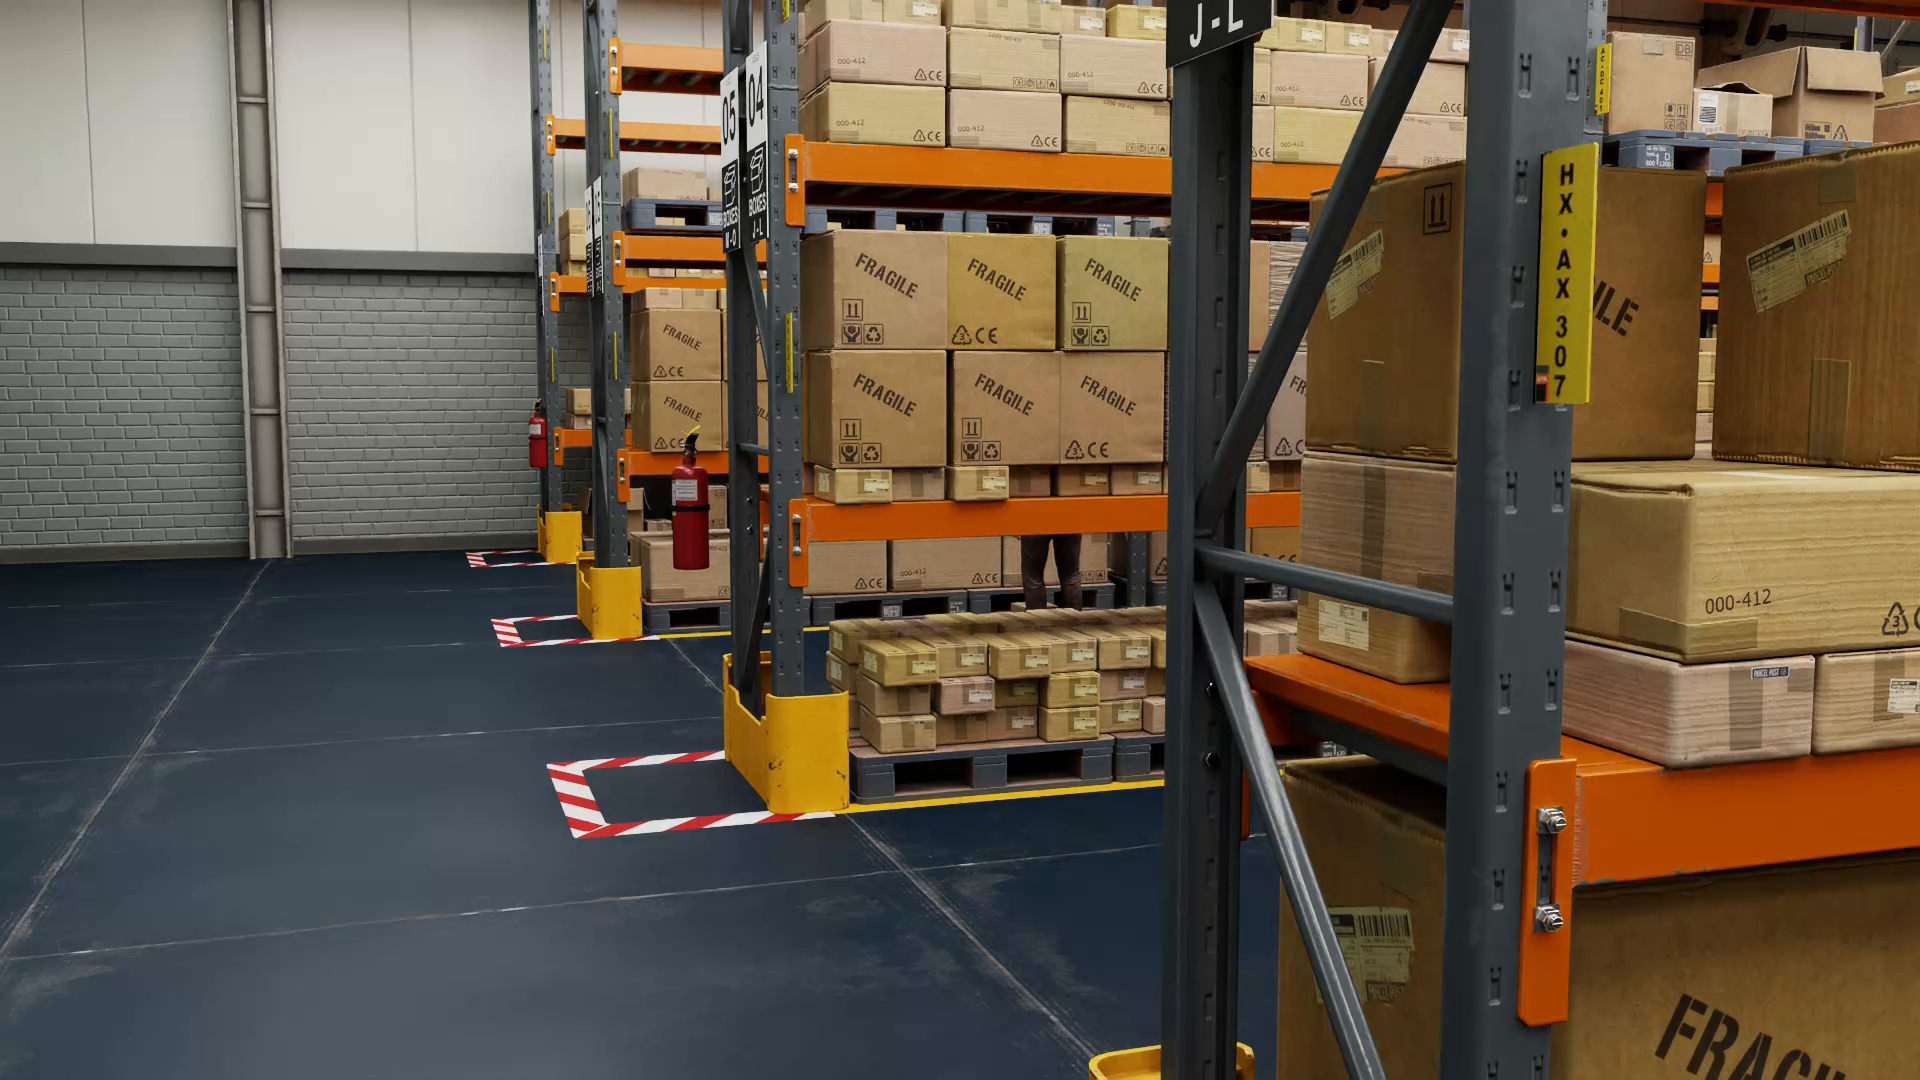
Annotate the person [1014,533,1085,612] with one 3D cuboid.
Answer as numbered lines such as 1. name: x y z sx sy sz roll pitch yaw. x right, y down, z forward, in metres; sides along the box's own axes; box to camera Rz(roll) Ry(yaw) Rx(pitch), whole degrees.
1. person: 0.614 -0.135 11.289 0.581 1.721 0.463 -2 6 -18
